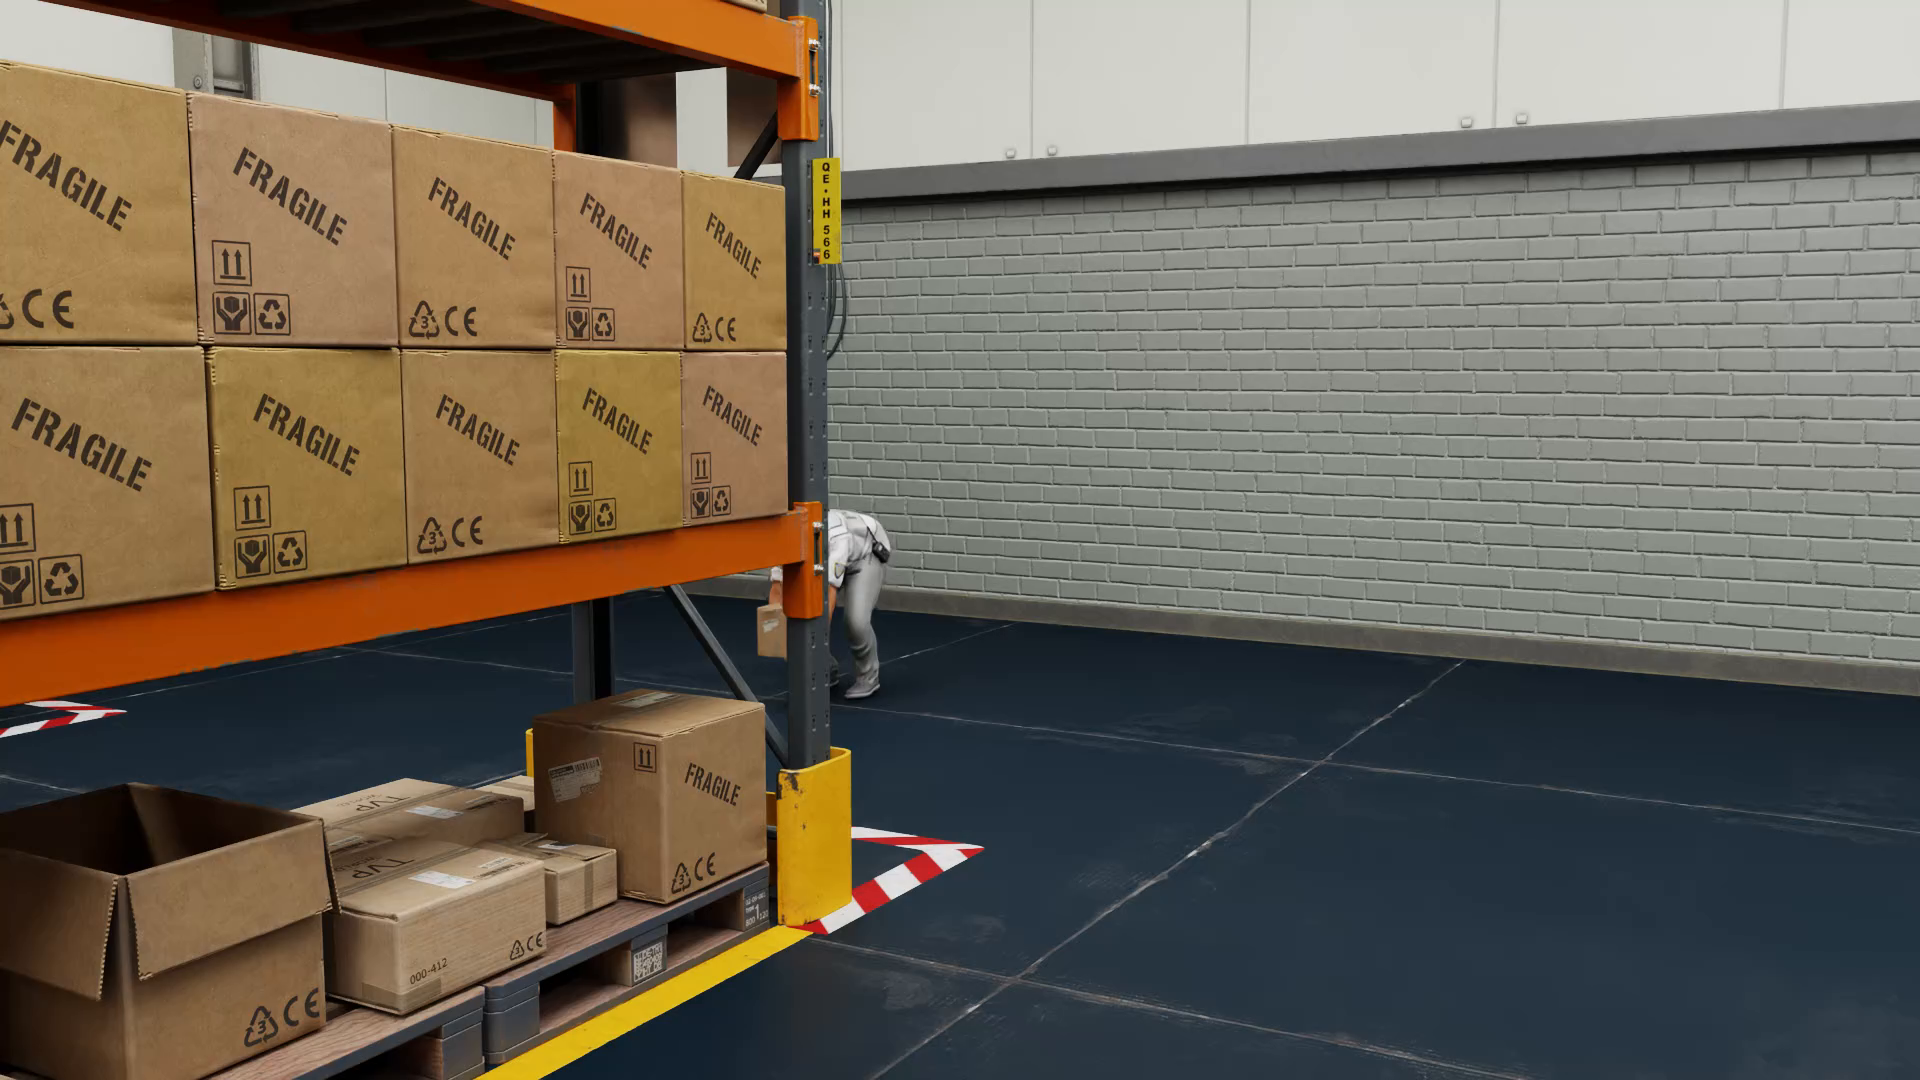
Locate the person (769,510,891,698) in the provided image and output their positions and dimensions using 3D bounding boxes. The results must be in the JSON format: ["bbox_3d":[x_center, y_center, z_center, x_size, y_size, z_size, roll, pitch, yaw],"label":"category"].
[{"bbox_3d":[-0.719,0.330,8.777,0.511,1.031,0.938,3,7,26],"label":"person"}]
